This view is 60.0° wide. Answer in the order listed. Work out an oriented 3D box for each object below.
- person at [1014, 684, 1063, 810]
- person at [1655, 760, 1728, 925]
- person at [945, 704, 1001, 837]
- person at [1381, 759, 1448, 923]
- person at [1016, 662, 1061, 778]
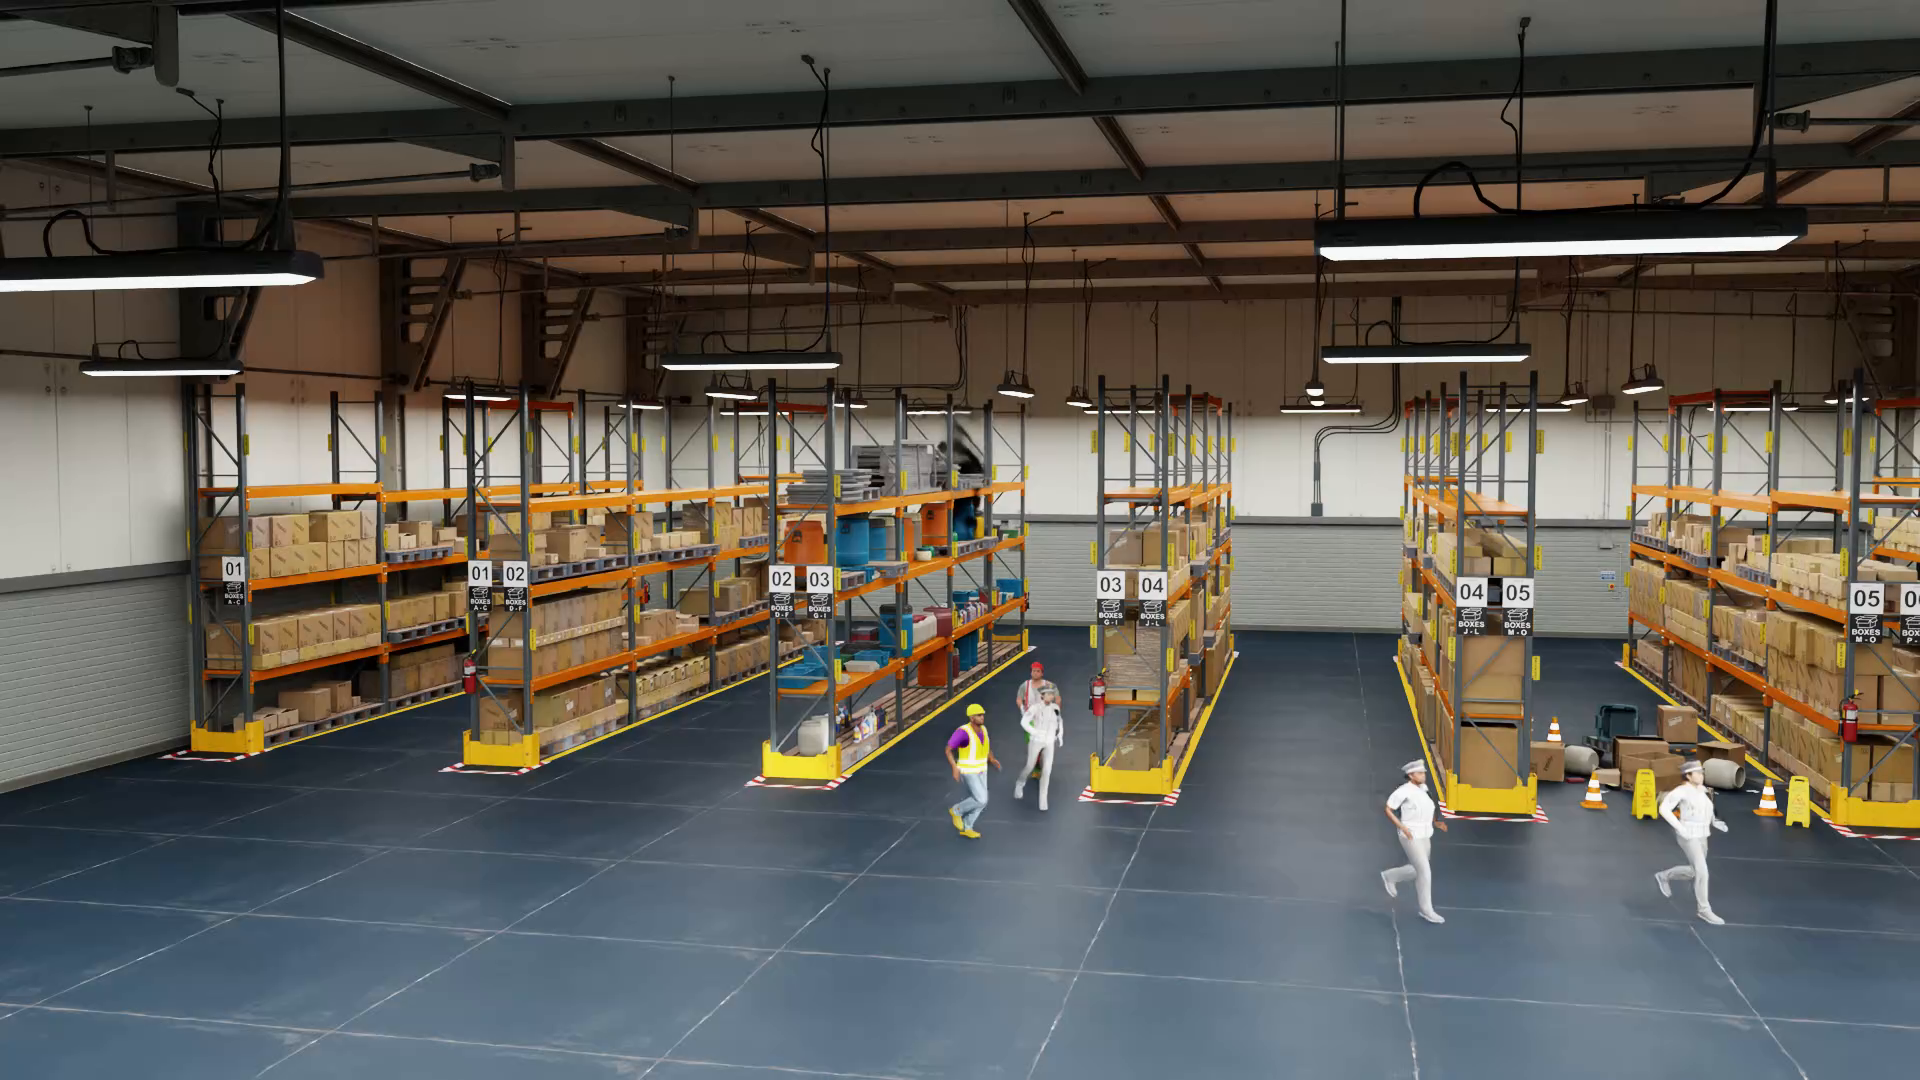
[{"bbox_3d":[1.168,2.833,23.131,0.675,1.673,0.919,-1,3,-15],"label":"person"},{"bbox_3d":[7.755,3.164,17.653,0.618,1.696,0.802,-2,4,-32],"label":"person"},{"bbox_3d":[0.188,2.937,21.141,0.620,1.713,0.692,3,4,40],"label":"person"},{"bbox_3d":[4.806,3.163,17.709,0.579,1.696,0.825,-3,4,-40],"label":"person"},{"bbox_3d":[1.153,2.700,24.850,0.662,1.748,0.589,1,3,11],"label":"person"}]
